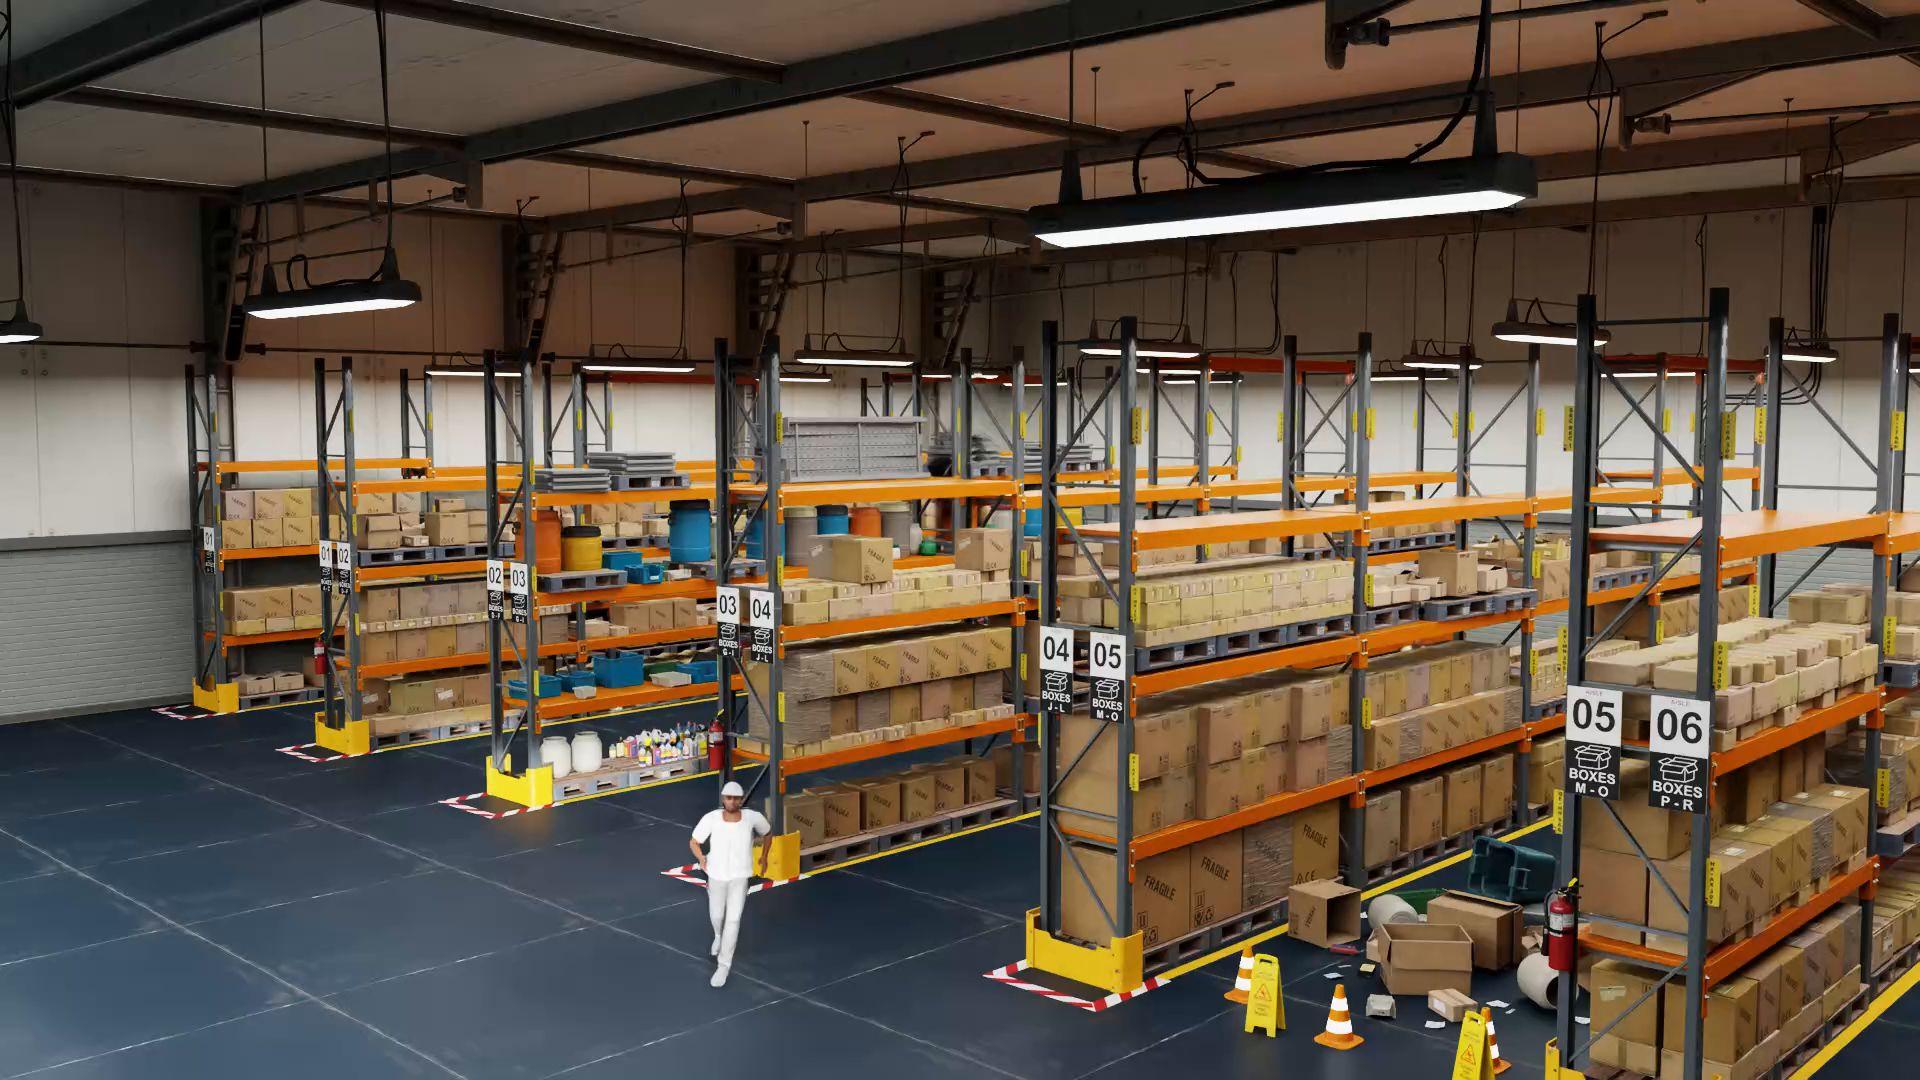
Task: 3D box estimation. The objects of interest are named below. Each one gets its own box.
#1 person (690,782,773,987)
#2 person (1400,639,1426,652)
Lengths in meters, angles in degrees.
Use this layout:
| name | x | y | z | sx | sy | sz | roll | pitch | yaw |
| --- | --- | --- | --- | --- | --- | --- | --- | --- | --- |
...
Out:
| name | x | y | z | sx | sy | sz | roll | pitch | yaw |
| --- | --- | --- | --- | --- | --- | --- | --- | --- | --- |
| person | -2.123 | 3.101 | 15.316 | 0.743 | 1.767 | 0.988 | 0 | 4 | 1 |
| person | 7.103 | 2.301 | 25.961 | 0.638 | 1.830 | 0.761 | 4 | 6 | 40 |
